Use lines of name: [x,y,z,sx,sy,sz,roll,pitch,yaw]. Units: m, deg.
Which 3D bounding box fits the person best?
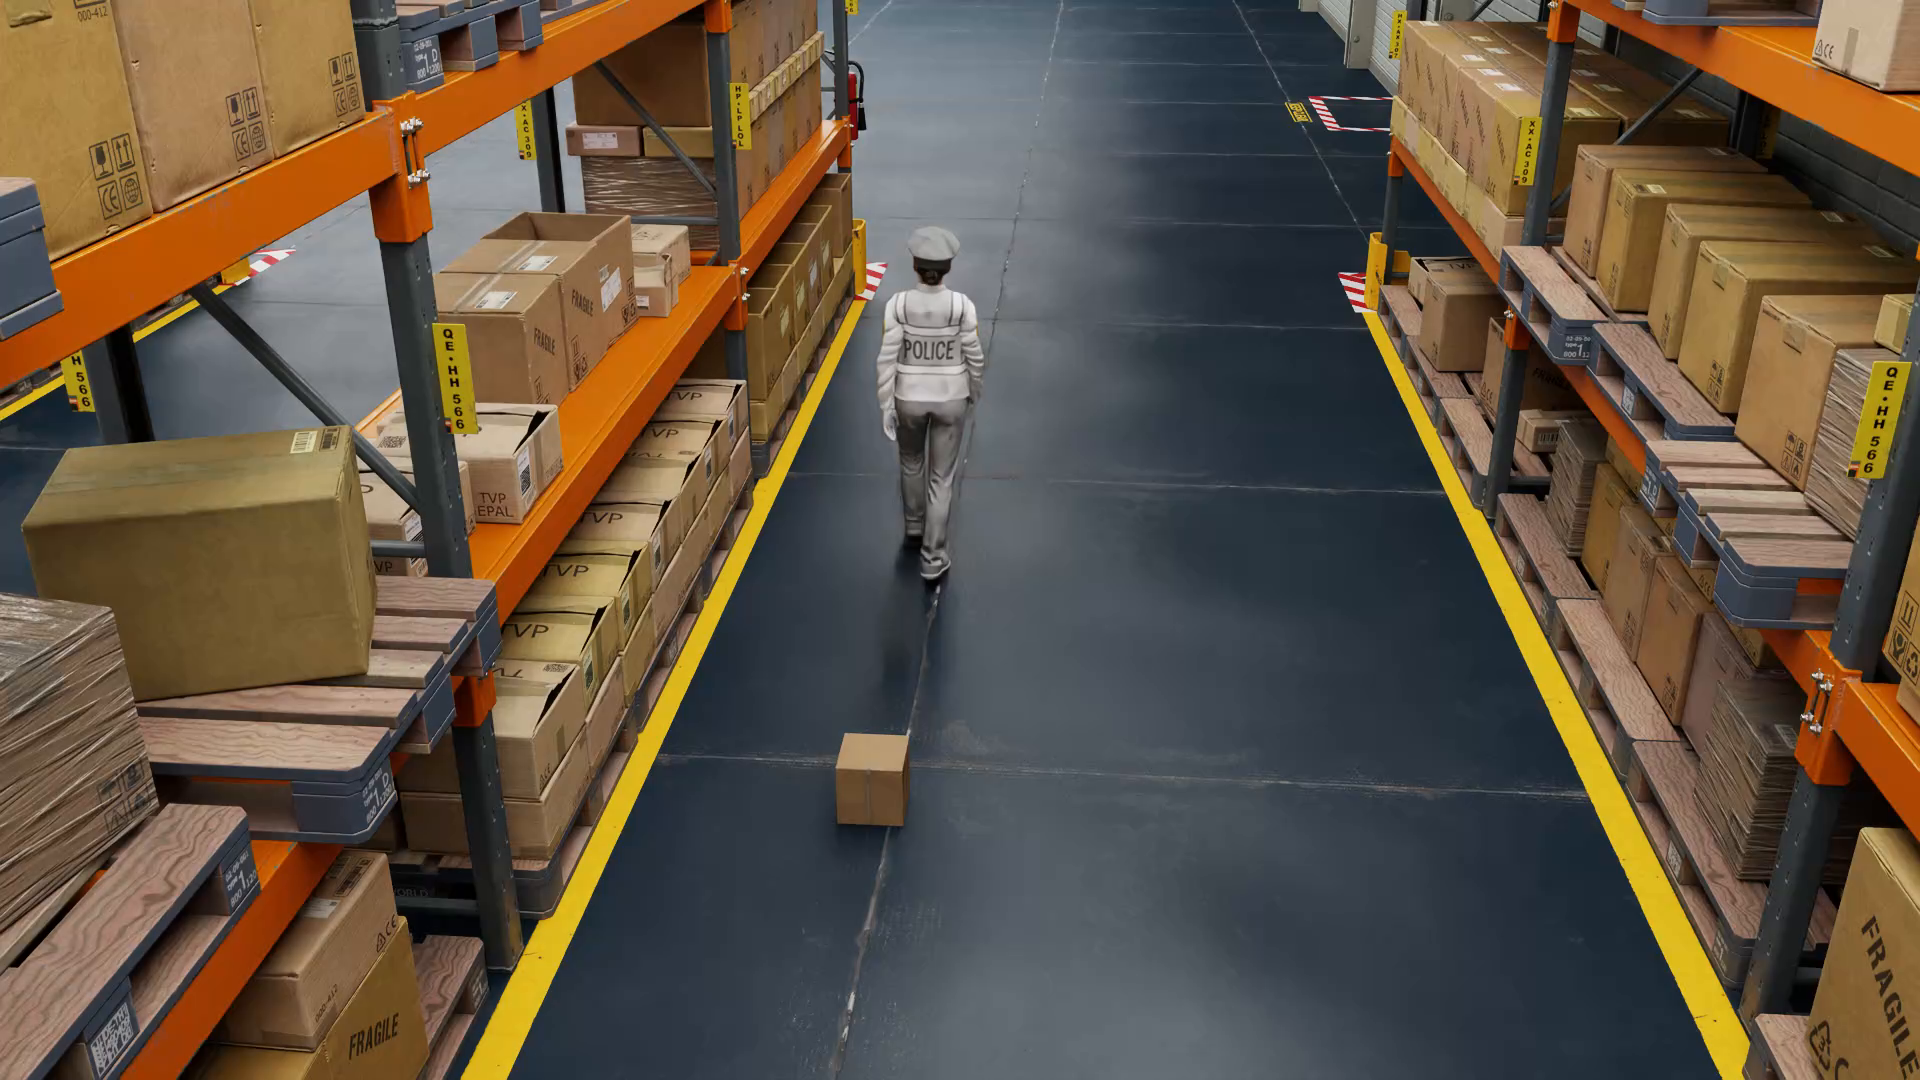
person: [-0.133,-0.662,8.035,0.500,1.722,0.726,2,25,5]
